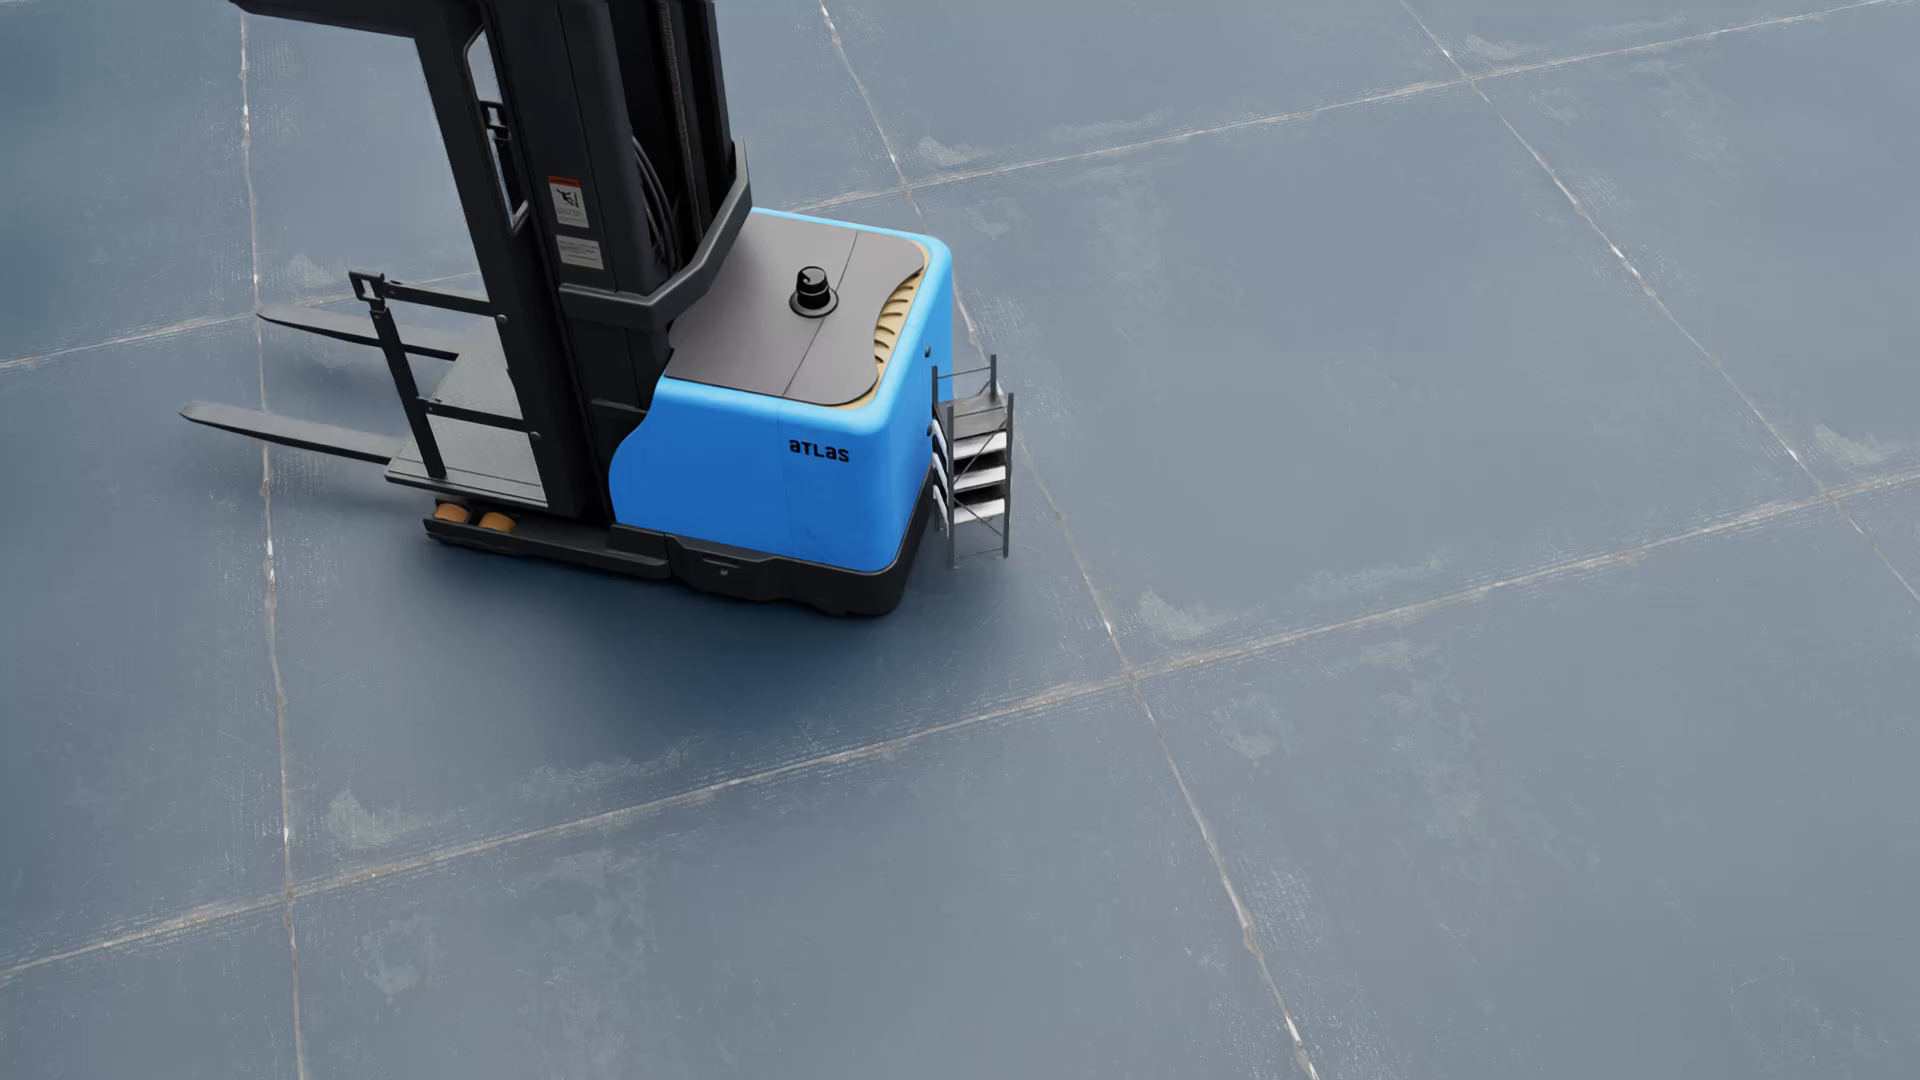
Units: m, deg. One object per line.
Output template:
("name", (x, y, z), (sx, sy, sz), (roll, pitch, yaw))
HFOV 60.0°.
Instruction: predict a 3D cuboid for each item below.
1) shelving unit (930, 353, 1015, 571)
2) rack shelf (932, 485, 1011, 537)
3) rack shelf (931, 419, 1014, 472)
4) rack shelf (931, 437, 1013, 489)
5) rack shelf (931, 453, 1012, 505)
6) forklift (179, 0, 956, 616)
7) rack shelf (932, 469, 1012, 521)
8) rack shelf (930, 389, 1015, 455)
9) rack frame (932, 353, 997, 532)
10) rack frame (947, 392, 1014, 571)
("shelving unit", (0.044, -0.274, 6.182), (0.258, 0.900, 0.210), (-13, 51, -10))
("rack shelf", (0.044, -0.137, 6.345), (0.258, 0.077, 0.200), (-13, 51, -10))
("rack shelf", (0.044, -0.369, 6.070), (0.258, 0.077, 0.200), (-13, 51, -10))
("rack shelf", (0.044, -0.311, 6.139), (0.258, 0.077, 0.200), (-13, 51, -10))
("rack shelf", (0.044, -0.253, 6.208), (0.258, 0.077, 0.200), (-13, 51, -10))
("forklift", (-1.590, -1.273, 5.696), (3.031, 2.935, 1.130), (11, 51, 9))
("rack shelf", (0.044, -0.195, 6.277), (0.258, 0.077, 0.200), (-13, 51, -10))
("rack shelf", (0.044, -0.427, 6.001), (0.258, 0.077, 0.200), (-13, 51, -10))
("rack frame", (0.015, -0.349, 6.245), (0.240, 0.900, 0.006), (-13, 51, -10))
("rack frame", (0.072, -0.200, 6.119), (0.240, 0.900, 0.006), (-13, 51, -10))
